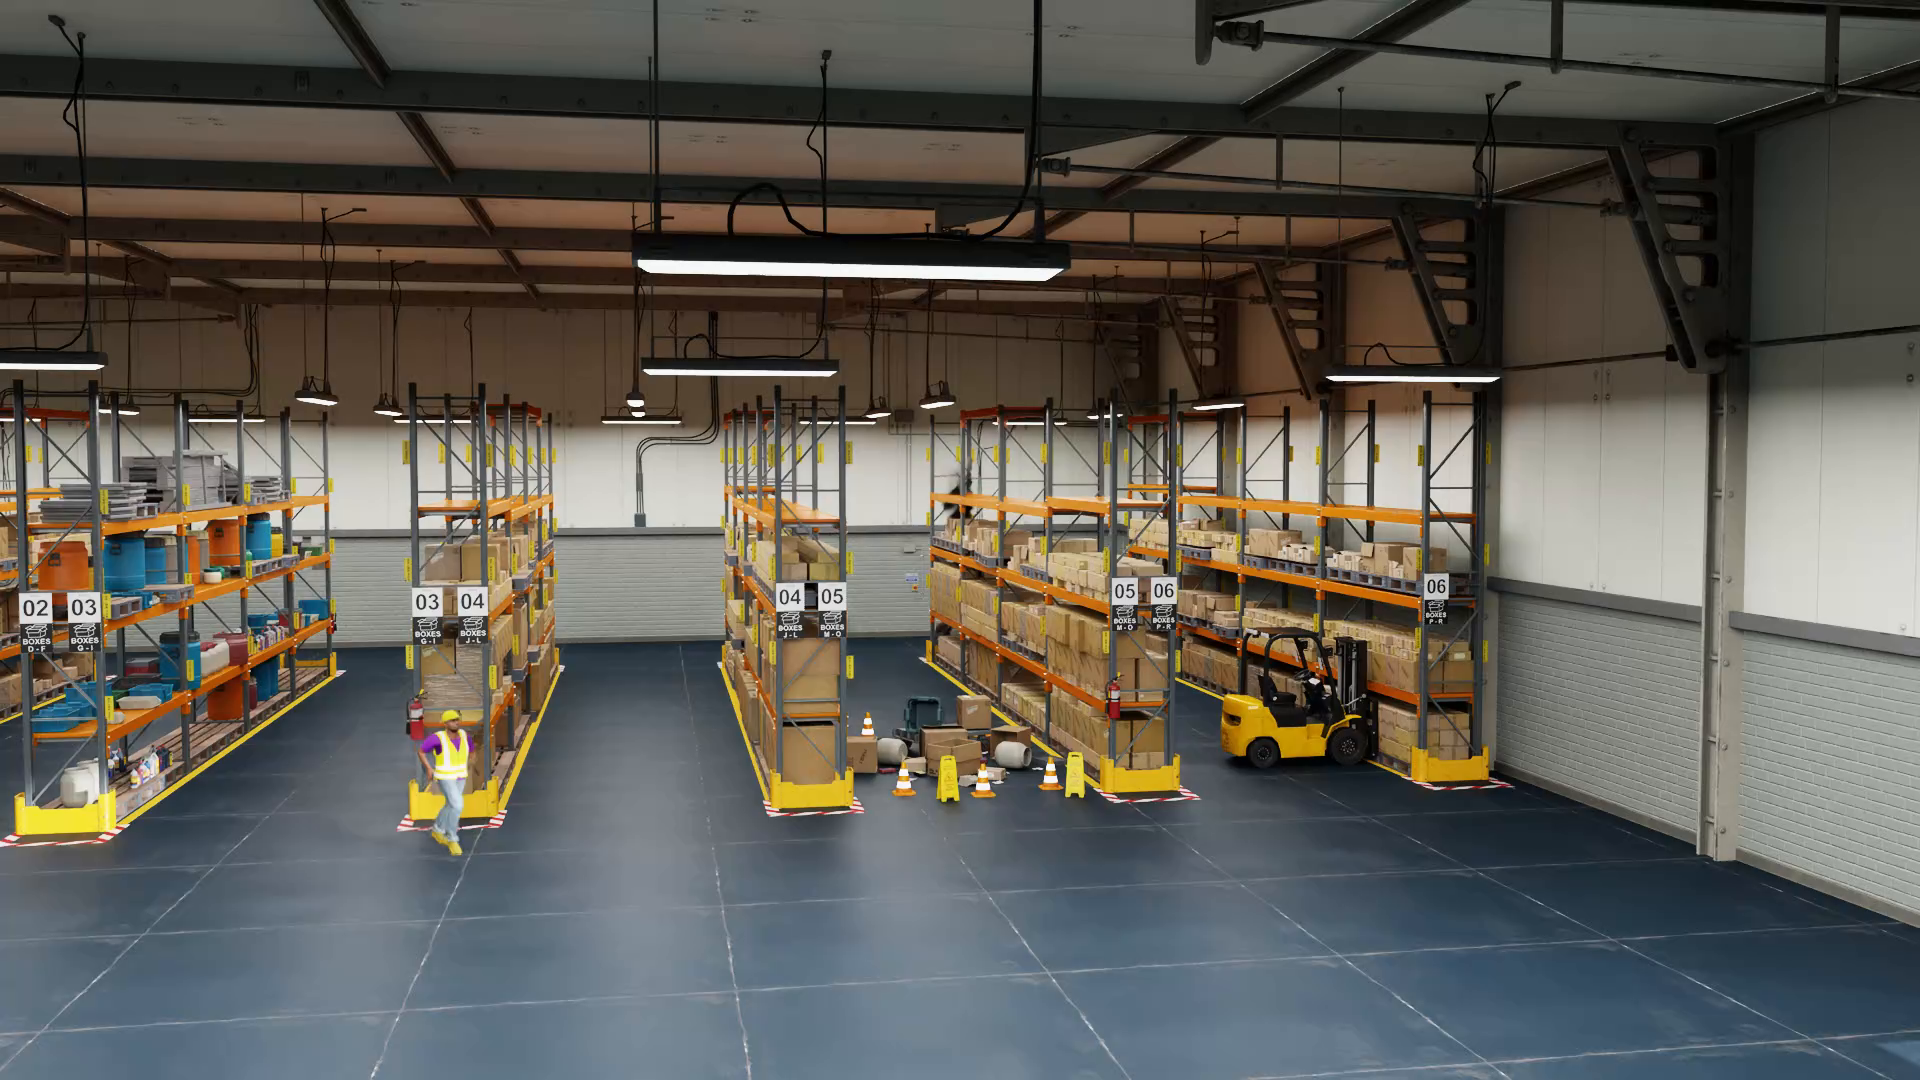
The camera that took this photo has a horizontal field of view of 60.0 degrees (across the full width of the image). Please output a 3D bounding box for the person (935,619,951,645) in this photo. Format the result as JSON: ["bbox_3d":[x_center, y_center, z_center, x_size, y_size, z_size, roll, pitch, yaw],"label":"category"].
[{"bbox_3d":[-0.423,2.061,41.860,0.627,1.711,0.703,1,3,26],"label":"person"}]

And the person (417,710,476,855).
[{"bbox_3d":[-6.466,3.055,21.115,0.766,1.824,0.682,2,4,35],"label":"person"}]
